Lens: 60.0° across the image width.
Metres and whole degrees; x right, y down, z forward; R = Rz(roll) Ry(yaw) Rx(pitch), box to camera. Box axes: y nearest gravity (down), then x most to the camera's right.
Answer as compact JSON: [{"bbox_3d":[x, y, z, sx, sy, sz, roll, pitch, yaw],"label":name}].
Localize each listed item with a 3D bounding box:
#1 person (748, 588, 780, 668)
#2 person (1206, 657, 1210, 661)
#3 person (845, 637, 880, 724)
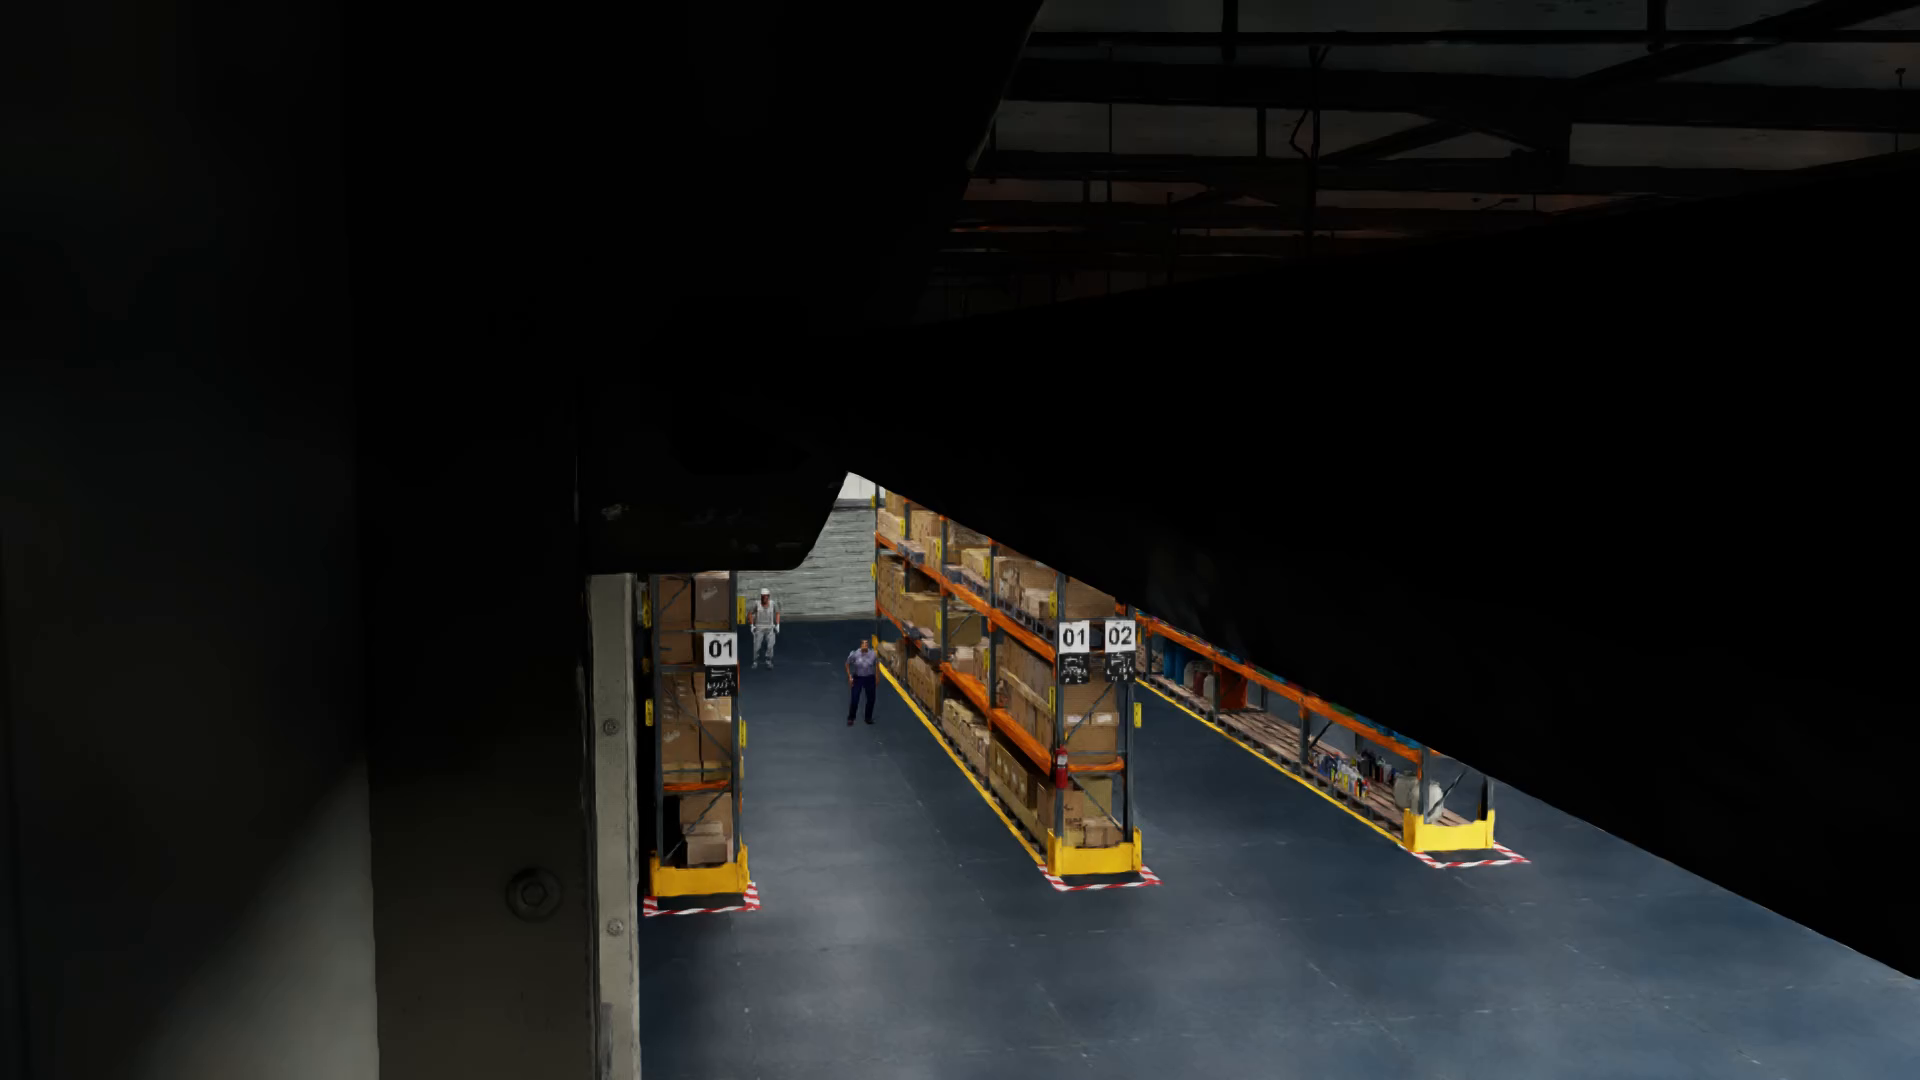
[{"bbox_3d":[-4.136,1.865,35.169,0.677,1.742,0.552,-1,6,-13],"label":"person"},{"bbox_3d":[4.976,1.915,35.164,0.638,1.615,0.774,-4,7,-31],"label":"person"},{"bbox_3d":[-1.733,2.514,29.670,0.625,1.573,0.517,-1,6,-13],"label":"person"}]
